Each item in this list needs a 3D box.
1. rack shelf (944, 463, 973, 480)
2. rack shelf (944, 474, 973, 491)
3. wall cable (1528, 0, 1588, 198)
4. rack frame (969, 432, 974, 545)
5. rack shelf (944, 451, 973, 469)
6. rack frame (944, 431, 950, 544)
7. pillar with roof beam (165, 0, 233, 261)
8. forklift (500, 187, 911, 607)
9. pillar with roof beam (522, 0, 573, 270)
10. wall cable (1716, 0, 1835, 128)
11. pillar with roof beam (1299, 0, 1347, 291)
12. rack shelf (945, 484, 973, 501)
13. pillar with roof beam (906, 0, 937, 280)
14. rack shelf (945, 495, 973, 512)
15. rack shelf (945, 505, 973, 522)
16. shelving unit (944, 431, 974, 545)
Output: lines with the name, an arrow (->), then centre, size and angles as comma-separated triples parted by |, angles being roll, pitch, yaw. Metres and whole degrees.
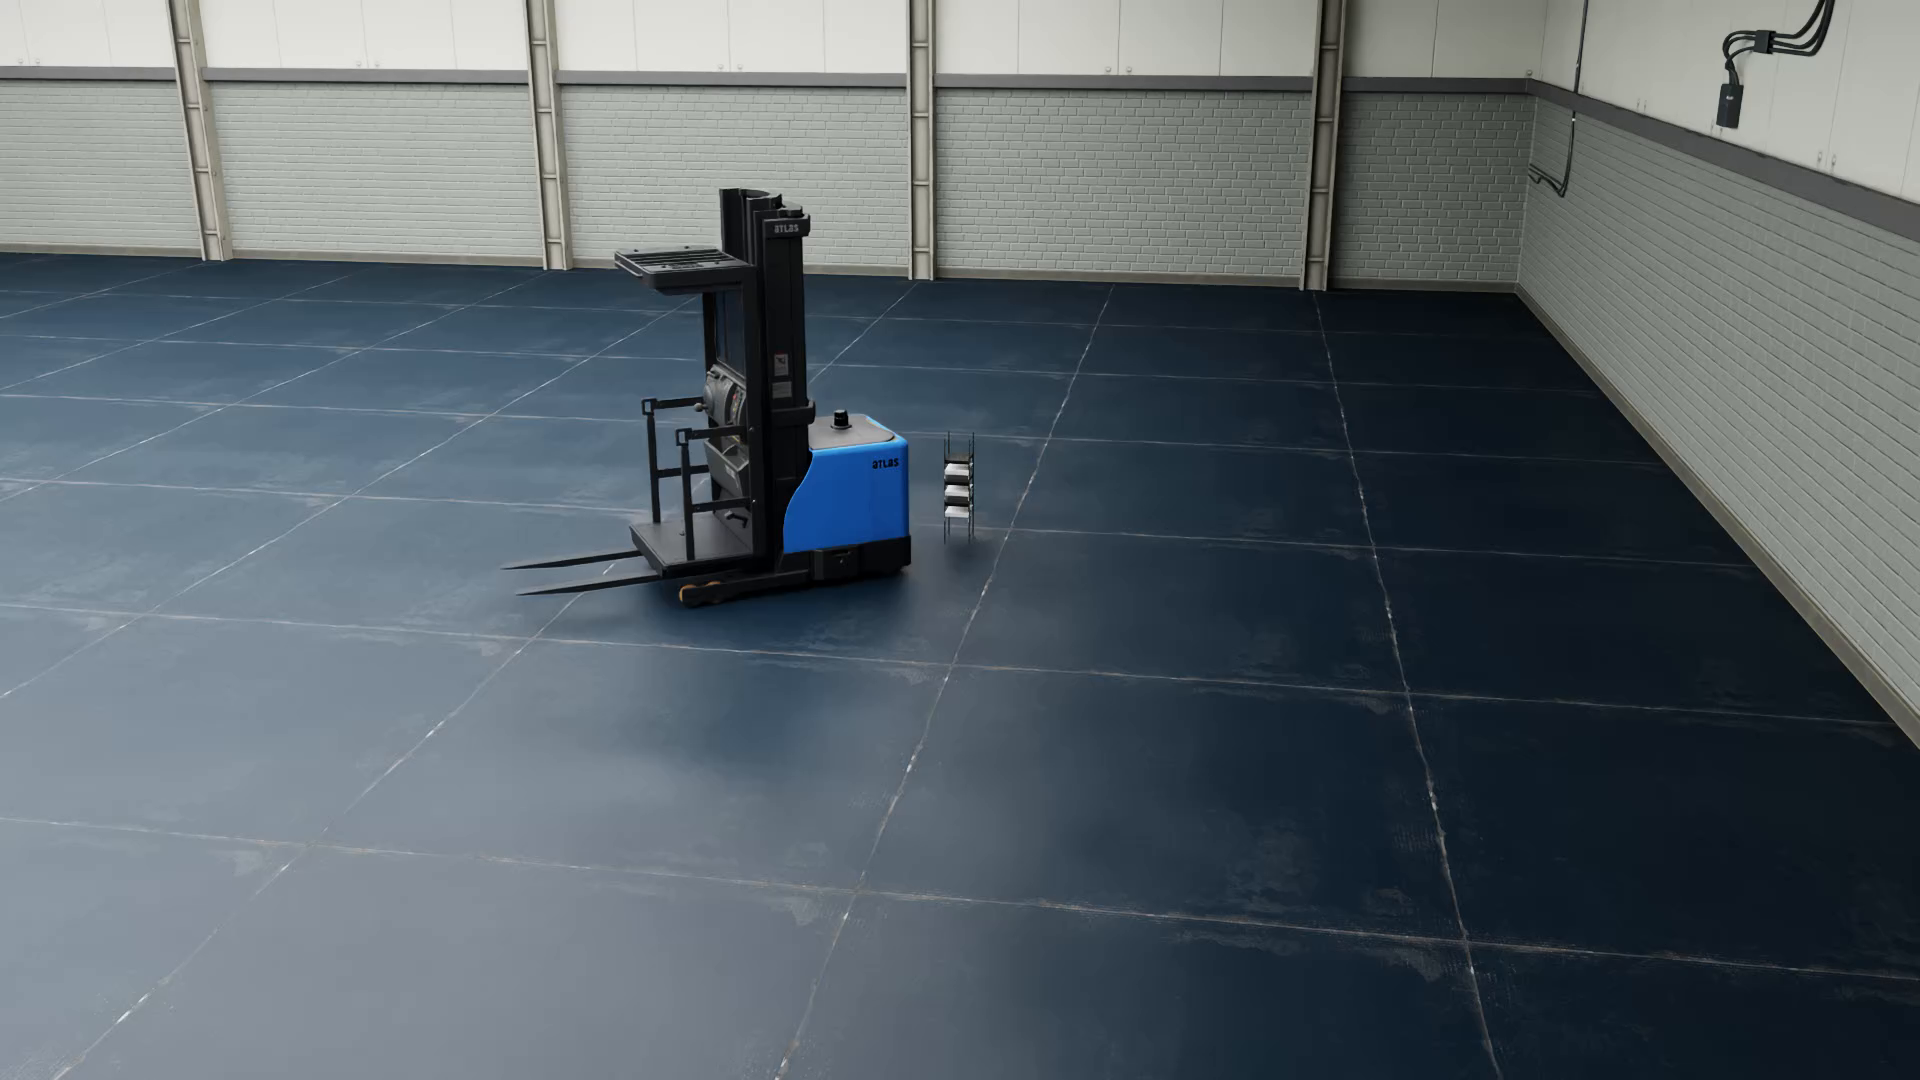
rack shelf -> -0.008, -0.566, 13.615 | 0.200, 0.077, 0.258 | 3, 19, 9
rack shelf -> -0.008, -0.481, 13.644 | 0.200, 0.077, 0.258 | 3, 19, 9
wall cable -> 8.039, -6.034, 22.550 | 0.112, 2.526, 3.097 | 3, 19, 9
rack frame -> 0.092, -0.422, 13.646 | 0.006, 0.900, 0.240 | 3, 19, 9
rack shelf -> -0.008, -0.652, 13.586 | 0.200, 0.077, 0.258 | 3, 19, 9
rack frame -> -0.108, -0.432, 13.677 | 0.006, 0.900, 0.240 | 3, 19, 9
pillar with roof beam -> -13.114, -7.627, 22.415 | 0.400, 9.000, 9.100 | 3, 19, 9
forklift -> -1.944, -1.082, 12.418 | 3.031, 2.935, 1.130 | -8, 20, -23
pillar with roof beam -> -7.190, -7.325, 21.513 | 0.400, 9.000, 9.100 | 3, 19, 9
wall cable -> 6.518, -6.146, 12.631 | 0.169, 6.003, 2.305 | 3, 19, 9
pillar with roof beam -> 4.658, -6.721, 19.708 | 0.400, 9.000, 9.100 | 3, 19, 9
rack shelf -> -0.008, -0.396, 13.672 | 0.200, 0.077, 0.258 | 3, 19, 9
pillar with roof beam -> -1.266, -7.023, 20.610 | 0.400, 9.000, 9.100 | 3, 19, 9
rack shelf -> -0.008, -0.310, 13.701 | 0.200, 0.077, 0.258 | 3, 19, 9
rack shelf -> -0.008, -0.225, 13.729 | 0.200, 0.077, 0.258 | 3, 19, 9
shelving unit -> -0.008, -0.427, 13.662 | 0.210, 0.900, 0.258 | 3, 19, 9
